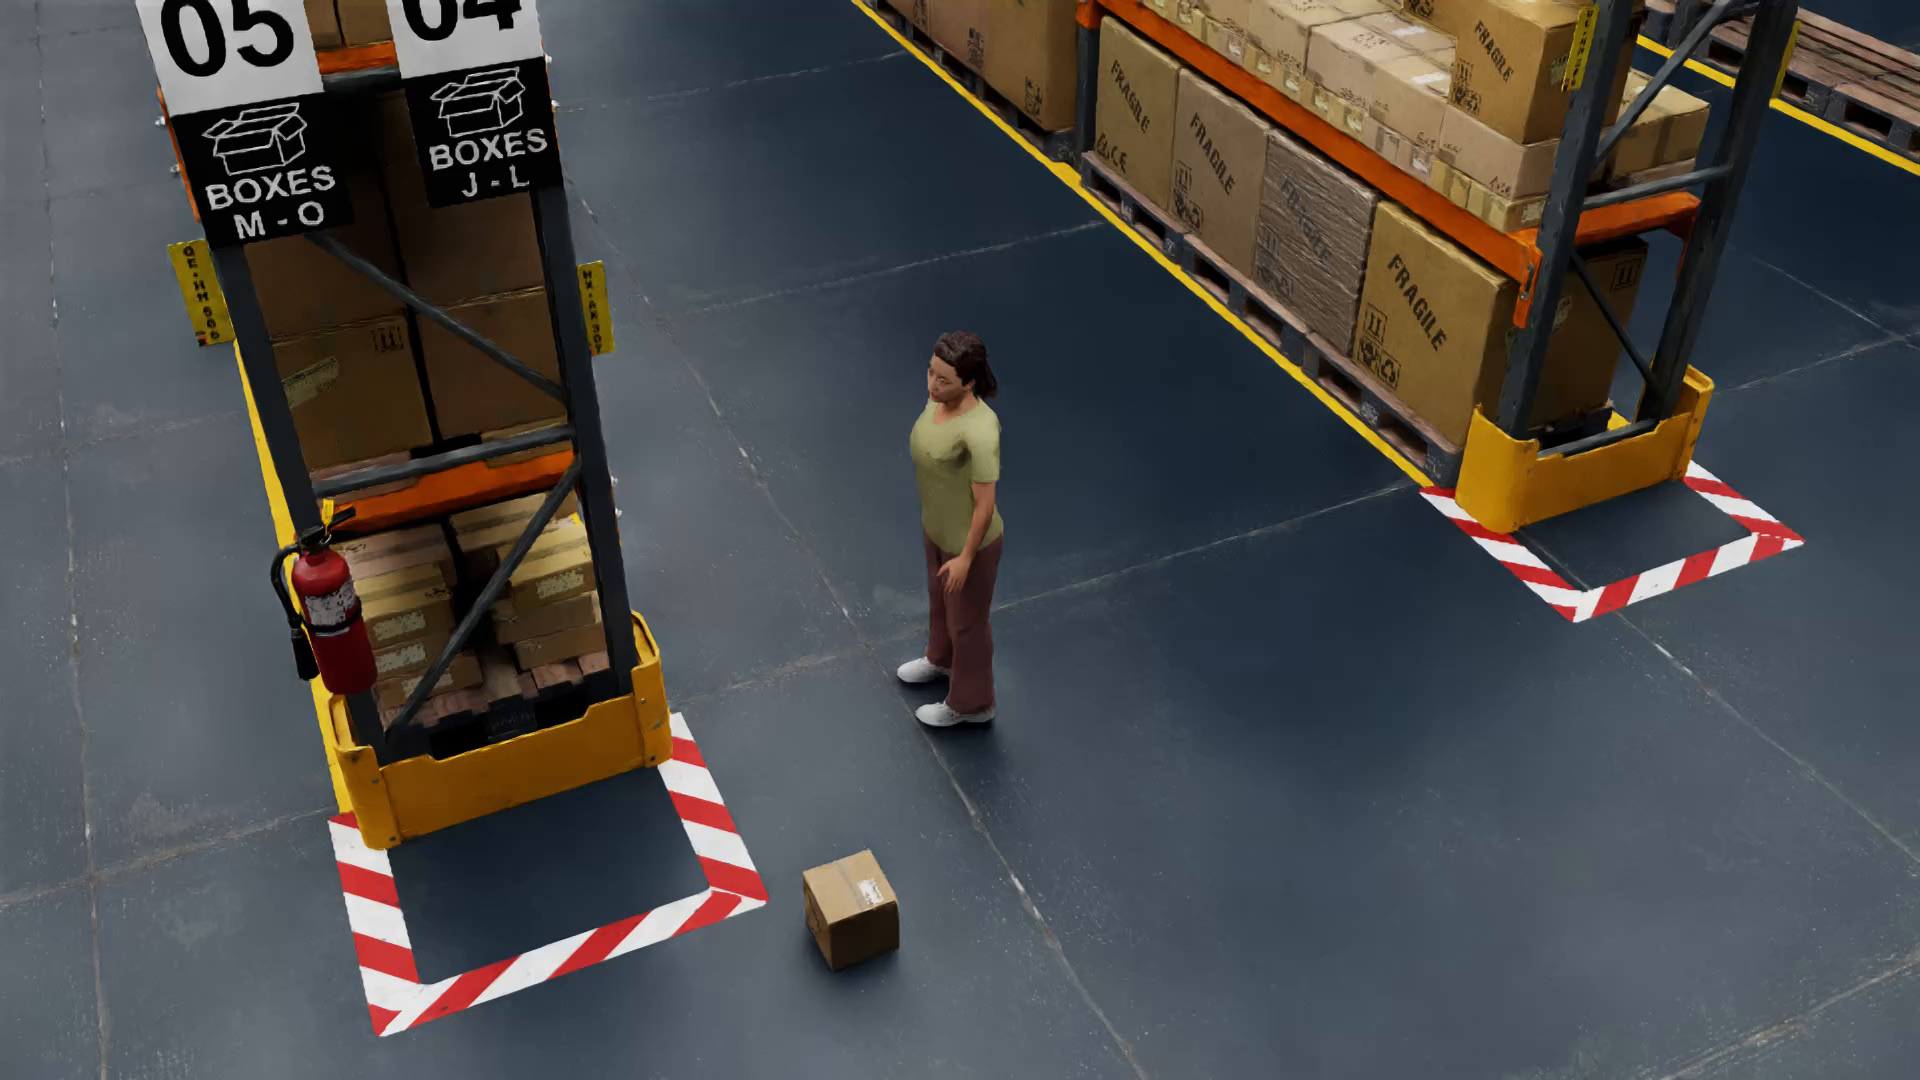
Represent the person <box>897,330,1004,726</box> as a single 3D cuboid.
[{"bbox_3d":[-0.023,-0.022,6.150,0.372,1.674,0.490,-15,40,-19],"label":"person"}]
